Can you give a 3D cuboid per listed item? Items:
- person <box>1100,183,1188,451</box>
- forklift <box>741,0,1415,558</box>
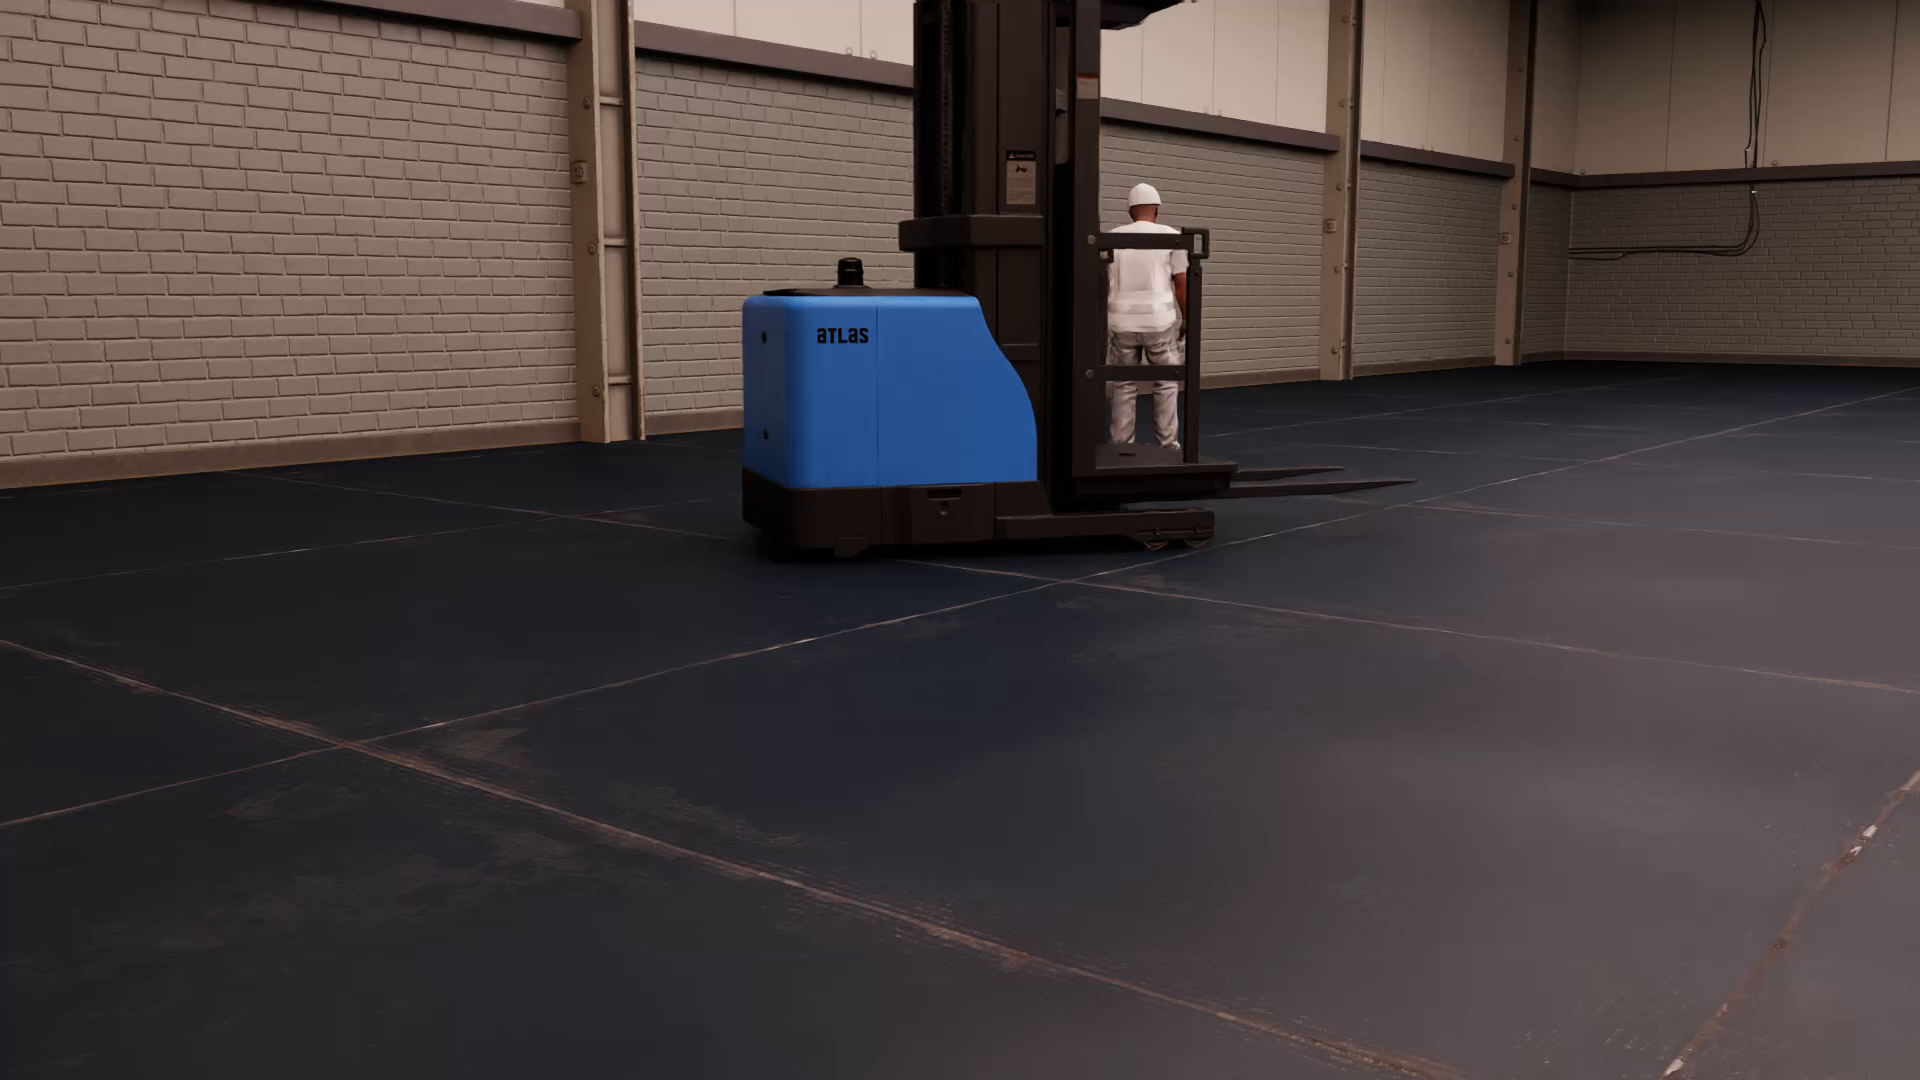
[{"bbox_3d":[1.154,-1.335,10.421,0.619,1.772,0.450,3,9,18],"label":"person"},{"bbox_3d":[0.587,-1.482,7.411,3.031,2.935,1.130,-3,9,-19],"label":"forklift"}]
